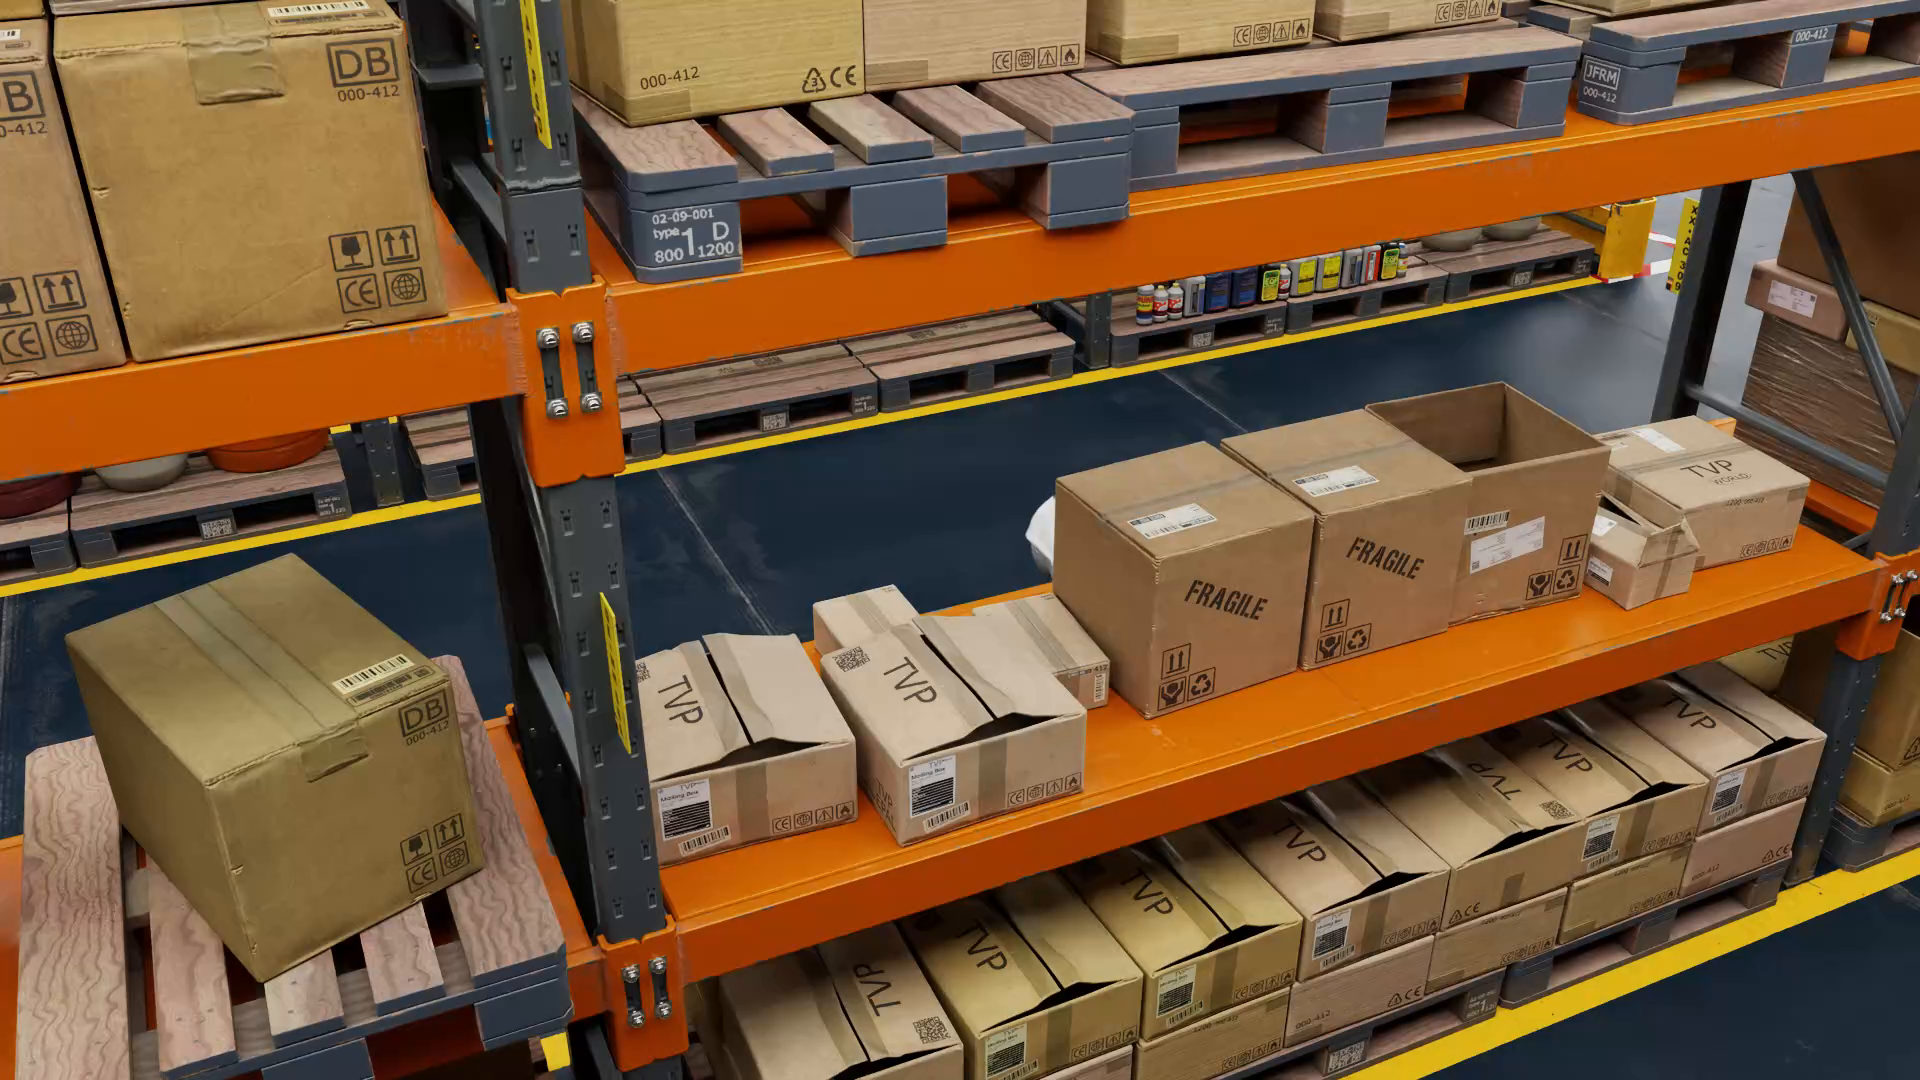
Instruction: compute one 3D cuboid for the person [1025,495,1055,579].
[{"bbox_3d":[0.739,0.181,6.578,0.997,0.988,0.506,-15,32,-24],"label":"person"}]
